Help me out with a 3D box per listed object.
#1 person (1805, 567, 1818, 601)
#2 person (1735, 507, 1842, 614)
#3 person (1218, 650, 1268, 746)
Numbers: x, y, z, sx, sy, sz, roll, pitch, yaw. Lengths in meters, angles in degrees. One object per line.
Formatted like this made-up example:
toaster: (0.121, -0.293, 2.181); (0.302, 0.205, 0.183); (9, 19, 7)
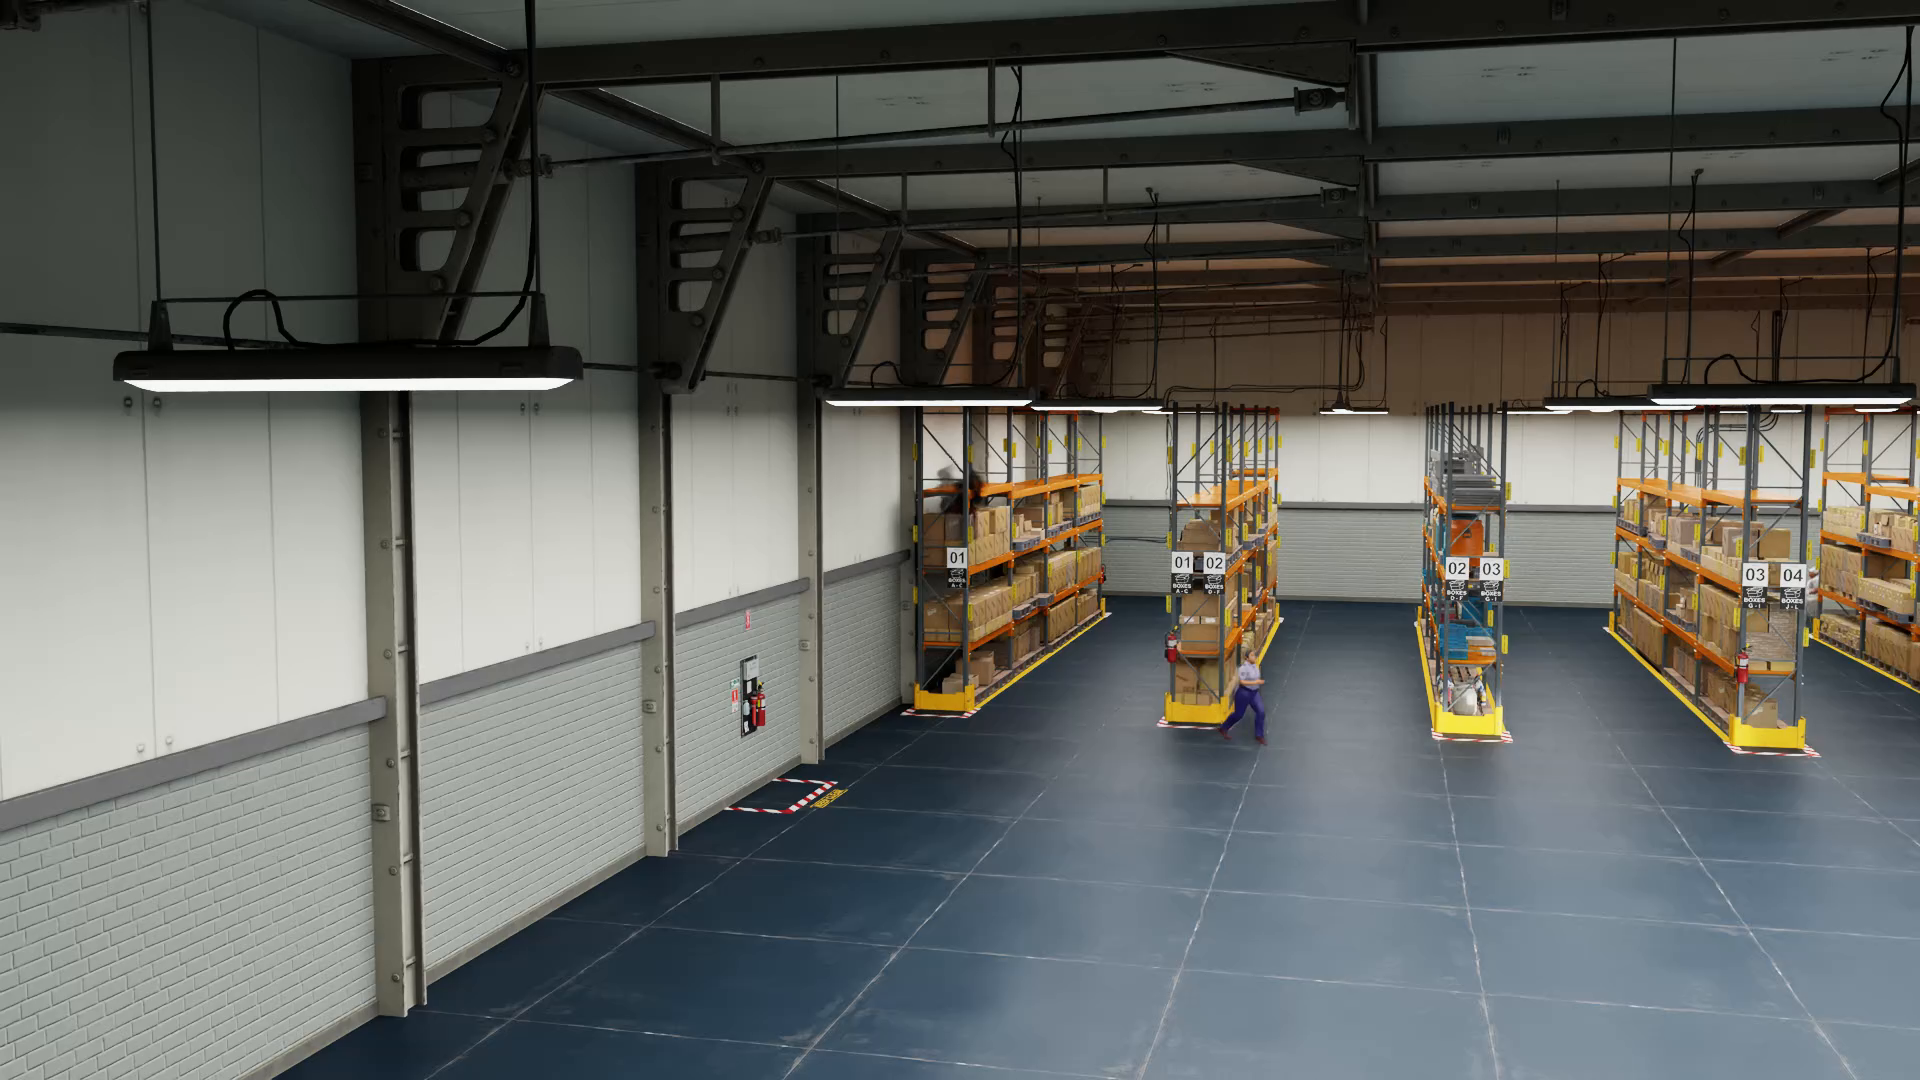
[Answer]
person: (22.737, 1.171, 44.410); (0.462, 0.900, 0.677); (2, 5, 24)
person: (22.155, 1.496, 36.356); (17.596, 3.103, 21.726); (-2, 5, -28)
person: (5.005, 2.754, 29.190); (0.614, 1.693, 0.886); (-4, 6, -45)
